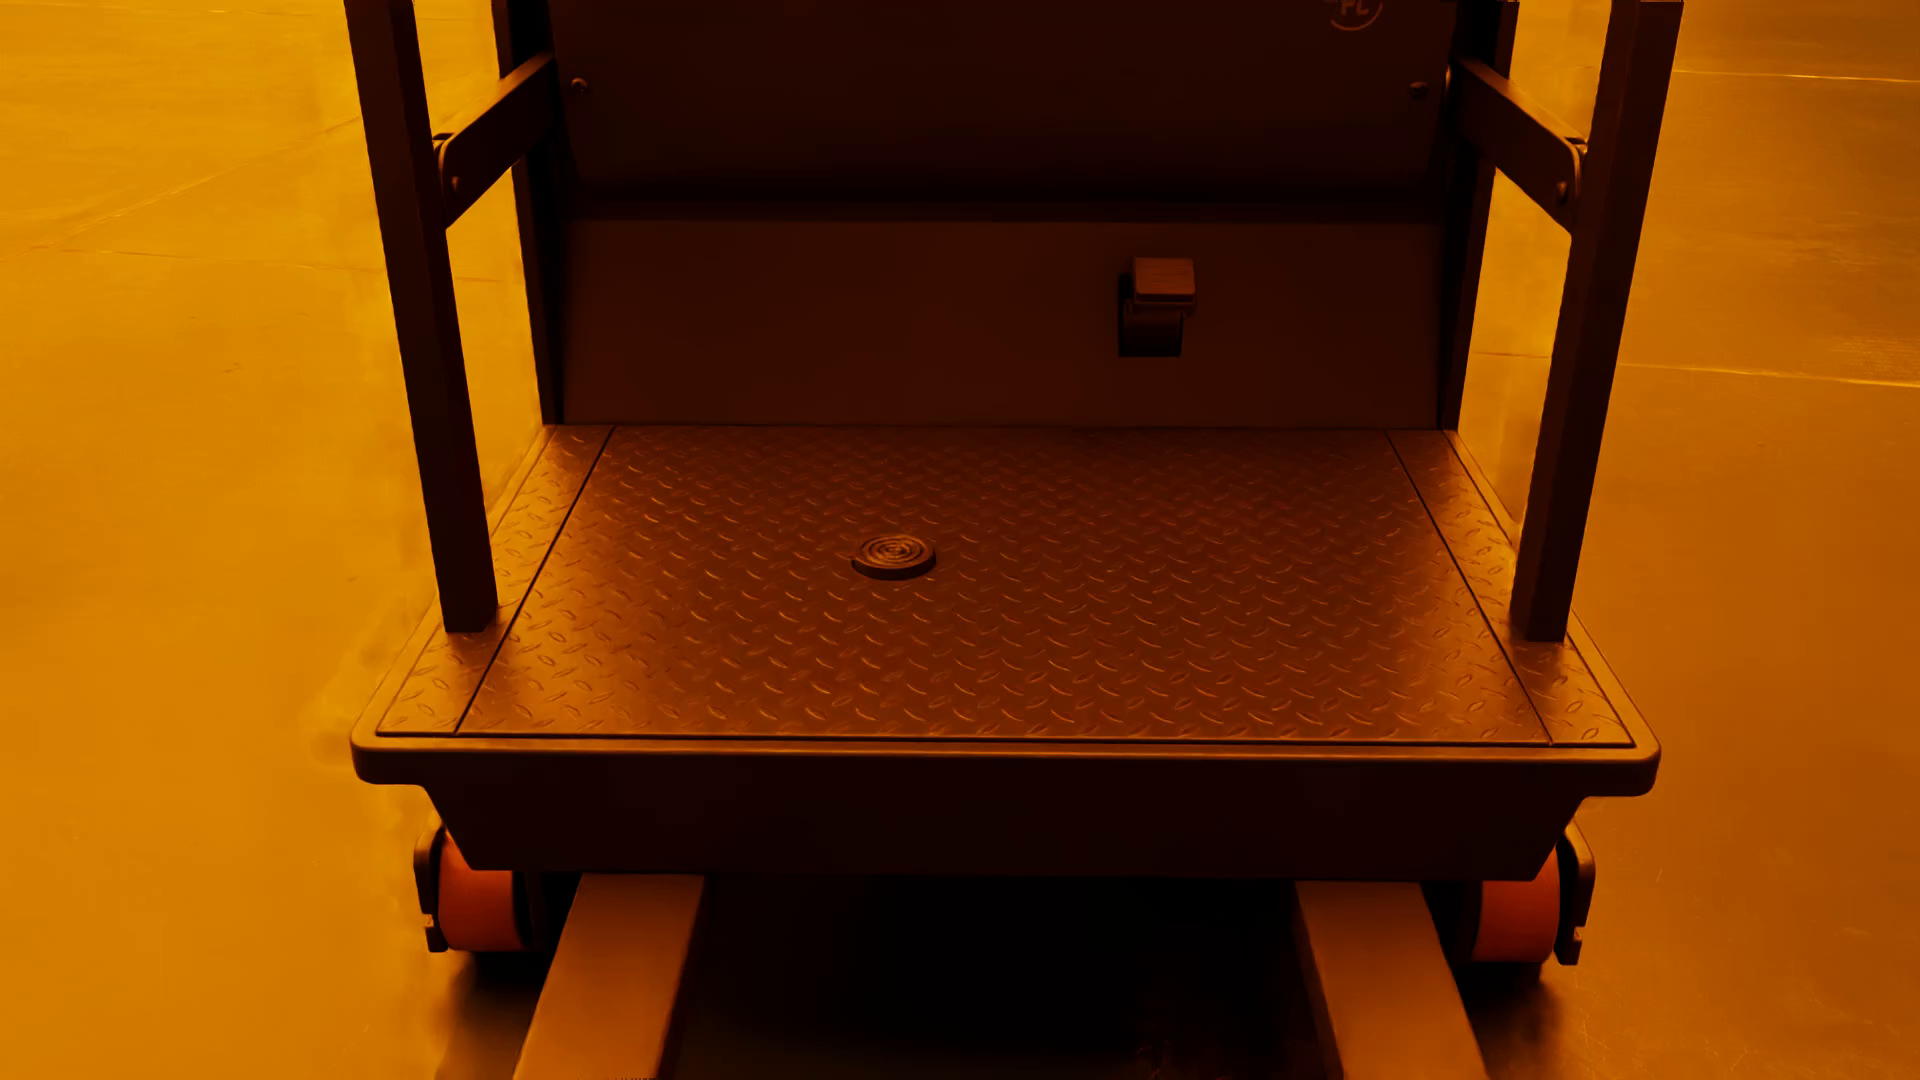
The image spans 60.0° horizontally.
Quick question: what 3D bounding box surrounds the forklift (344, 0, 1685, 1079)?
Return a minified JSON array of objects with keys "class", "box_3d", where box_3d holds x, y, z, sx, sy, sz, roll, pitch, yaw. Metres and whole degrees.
[{"class":"forklift","box_3d":[0.042,-1.029,1.285,1.130,2.935,3.031,0,27,1]}]
